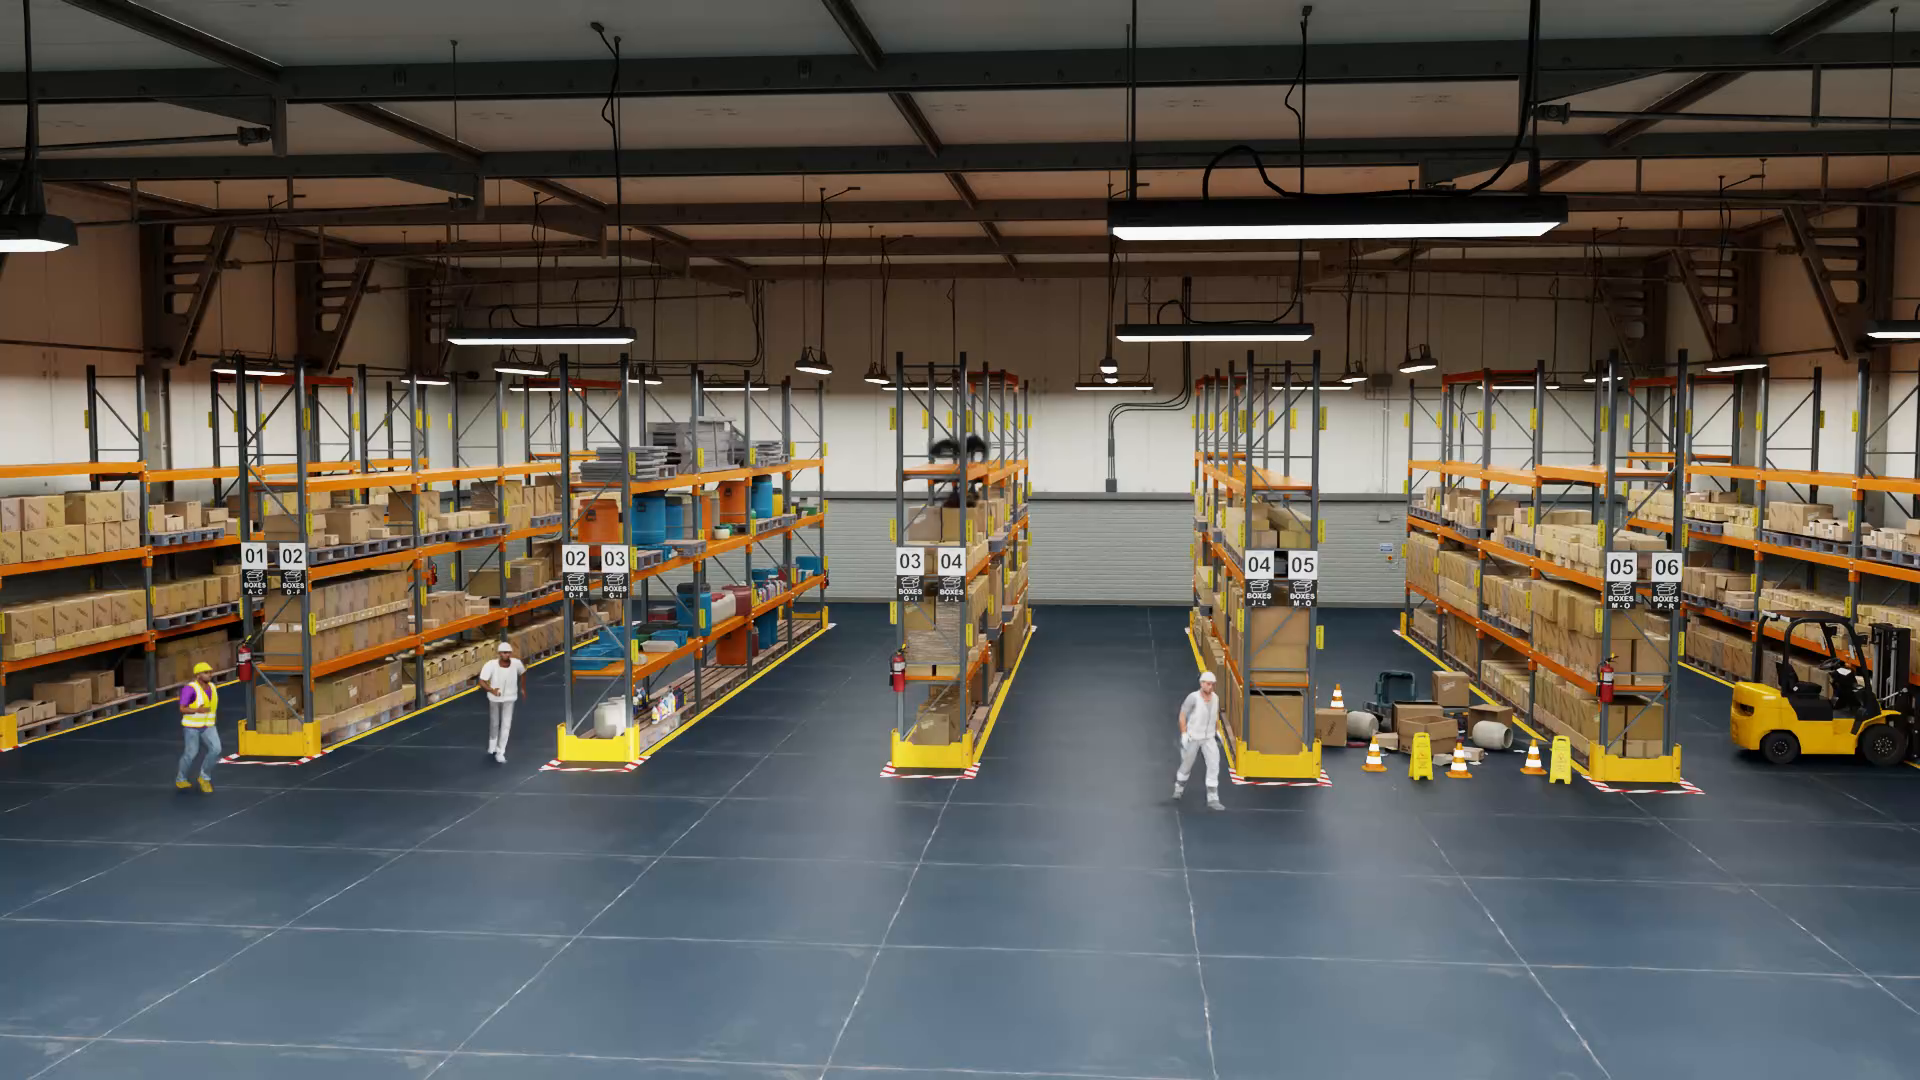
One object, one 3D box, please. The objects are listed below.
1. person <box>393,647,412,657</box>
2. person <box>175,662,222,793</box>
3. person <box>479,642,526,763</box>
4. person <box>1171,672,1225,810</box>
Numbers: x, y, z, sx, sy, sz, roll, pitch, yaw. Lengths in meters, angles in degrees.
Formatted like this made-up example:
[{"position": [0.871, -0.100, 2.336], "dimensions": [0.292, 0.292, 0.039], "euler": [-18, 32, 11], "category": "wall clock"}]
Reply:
[{"position": [-11.097, 1.909, 32.931], "dimensions": [0.604, 1.514, 0.853], "euler": [-1, 4, -12], "category": "person"}, {"position": [-10.249, 2.540, 22.482], "dimensions": [0.773, 1.787, 0.641], "euler": [3, 5, 35], "category": "person"}, {"position": [-6.805, 2.377, 24.747], "dimensions": [0.693, 1.755, 0.902], "euler": [-1, 4, -18], "category": "person"}, {"position": [3.117, 2.558, 21.511], "dimensions": [0.702, 1.737, 0.958], "euler": [-2, 4, -24], "category": "person"}]
